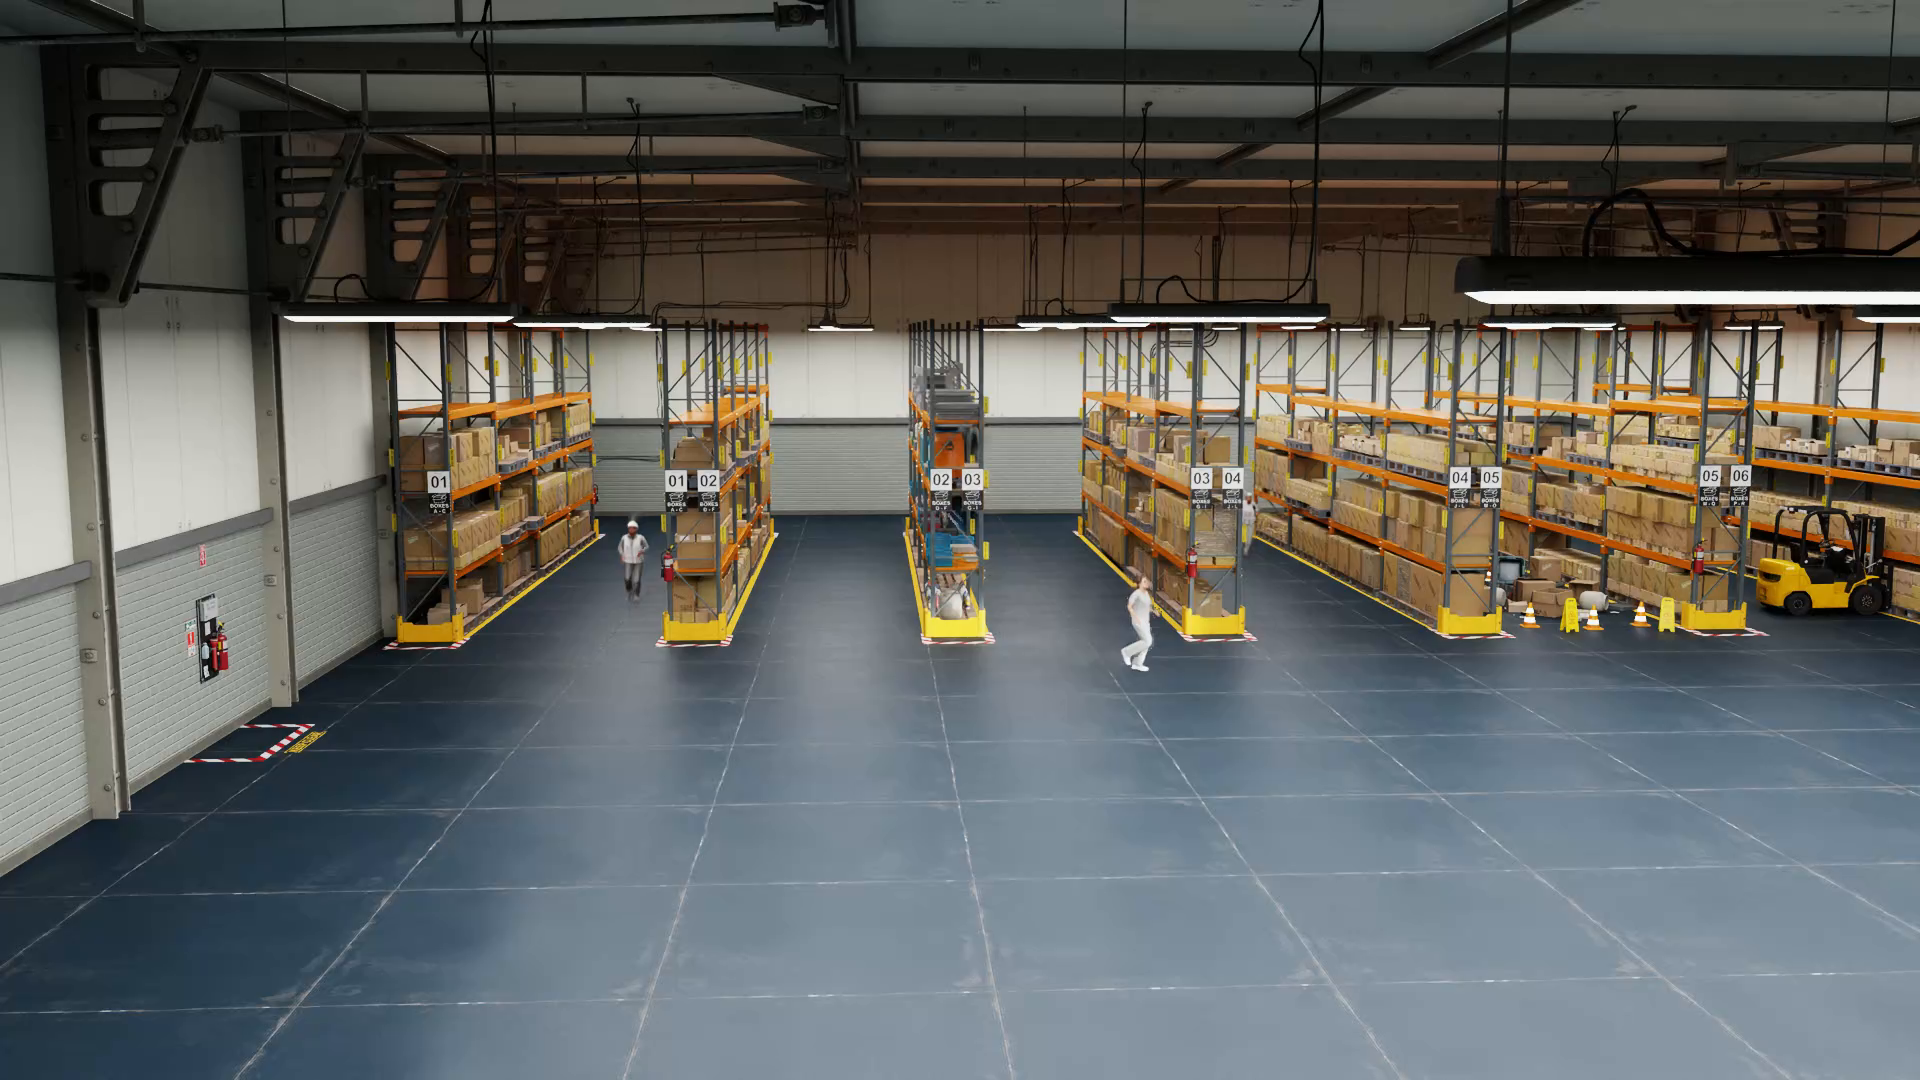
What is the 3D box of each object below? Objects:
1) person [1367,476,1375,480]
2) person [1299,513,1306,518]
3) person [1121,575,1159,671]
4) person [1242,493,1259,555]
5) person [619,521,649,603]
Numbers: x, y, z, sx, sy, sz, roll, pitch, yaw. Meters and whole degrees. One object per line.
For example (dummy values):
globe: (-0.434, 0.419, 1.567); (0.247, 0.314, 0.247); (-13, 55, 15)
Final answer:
person: (12.553, -1.119, 49.454); (0.973, 1.581, 0.626); (1, 7, 6)
person: (10.039, -1.080, 48.627); (0.602, 1.573, 0.629); (-5, 9, -37)
person: (3.101, 1.412, 28.463); (0.593, 1.639, 0.557); (4, 8, 30)
person: (7.500, -0.423, 43.365); (0.620, 1.627, 0.543); (-1, 7, -5)
person: (-6.958, 0.475, 35.458); (0.661, 1.759, 0.677); (-1, 7, -6)
